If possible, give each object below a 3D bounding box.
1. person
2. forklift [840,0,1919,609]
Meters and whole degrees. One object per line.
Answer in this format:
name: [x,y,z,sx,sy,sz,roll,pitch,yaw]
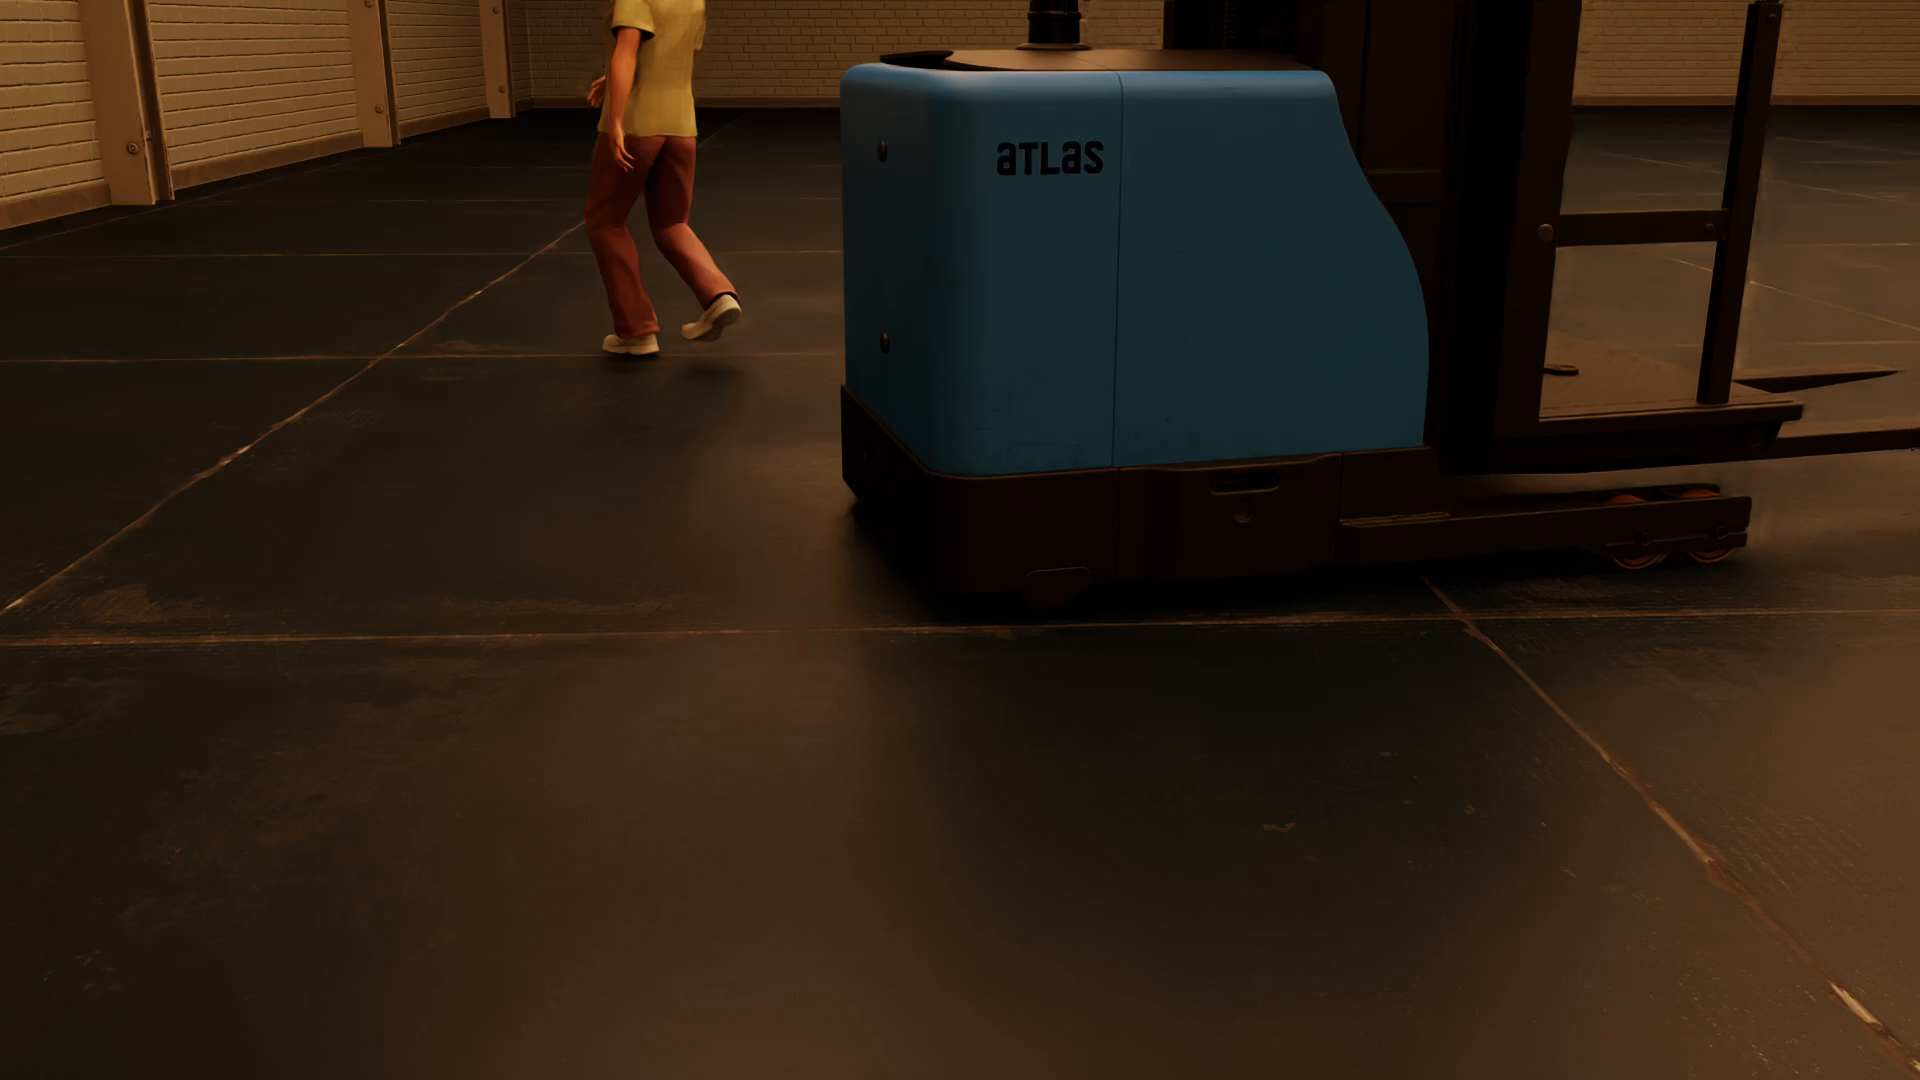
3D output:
person: [-1.119,-1.430,5.862,0.572,1.612,0.662,-15,22,-40]
forklift: [1.280,-1.479,3.743,3.031,2.935,1.130,-4,18,-14]
